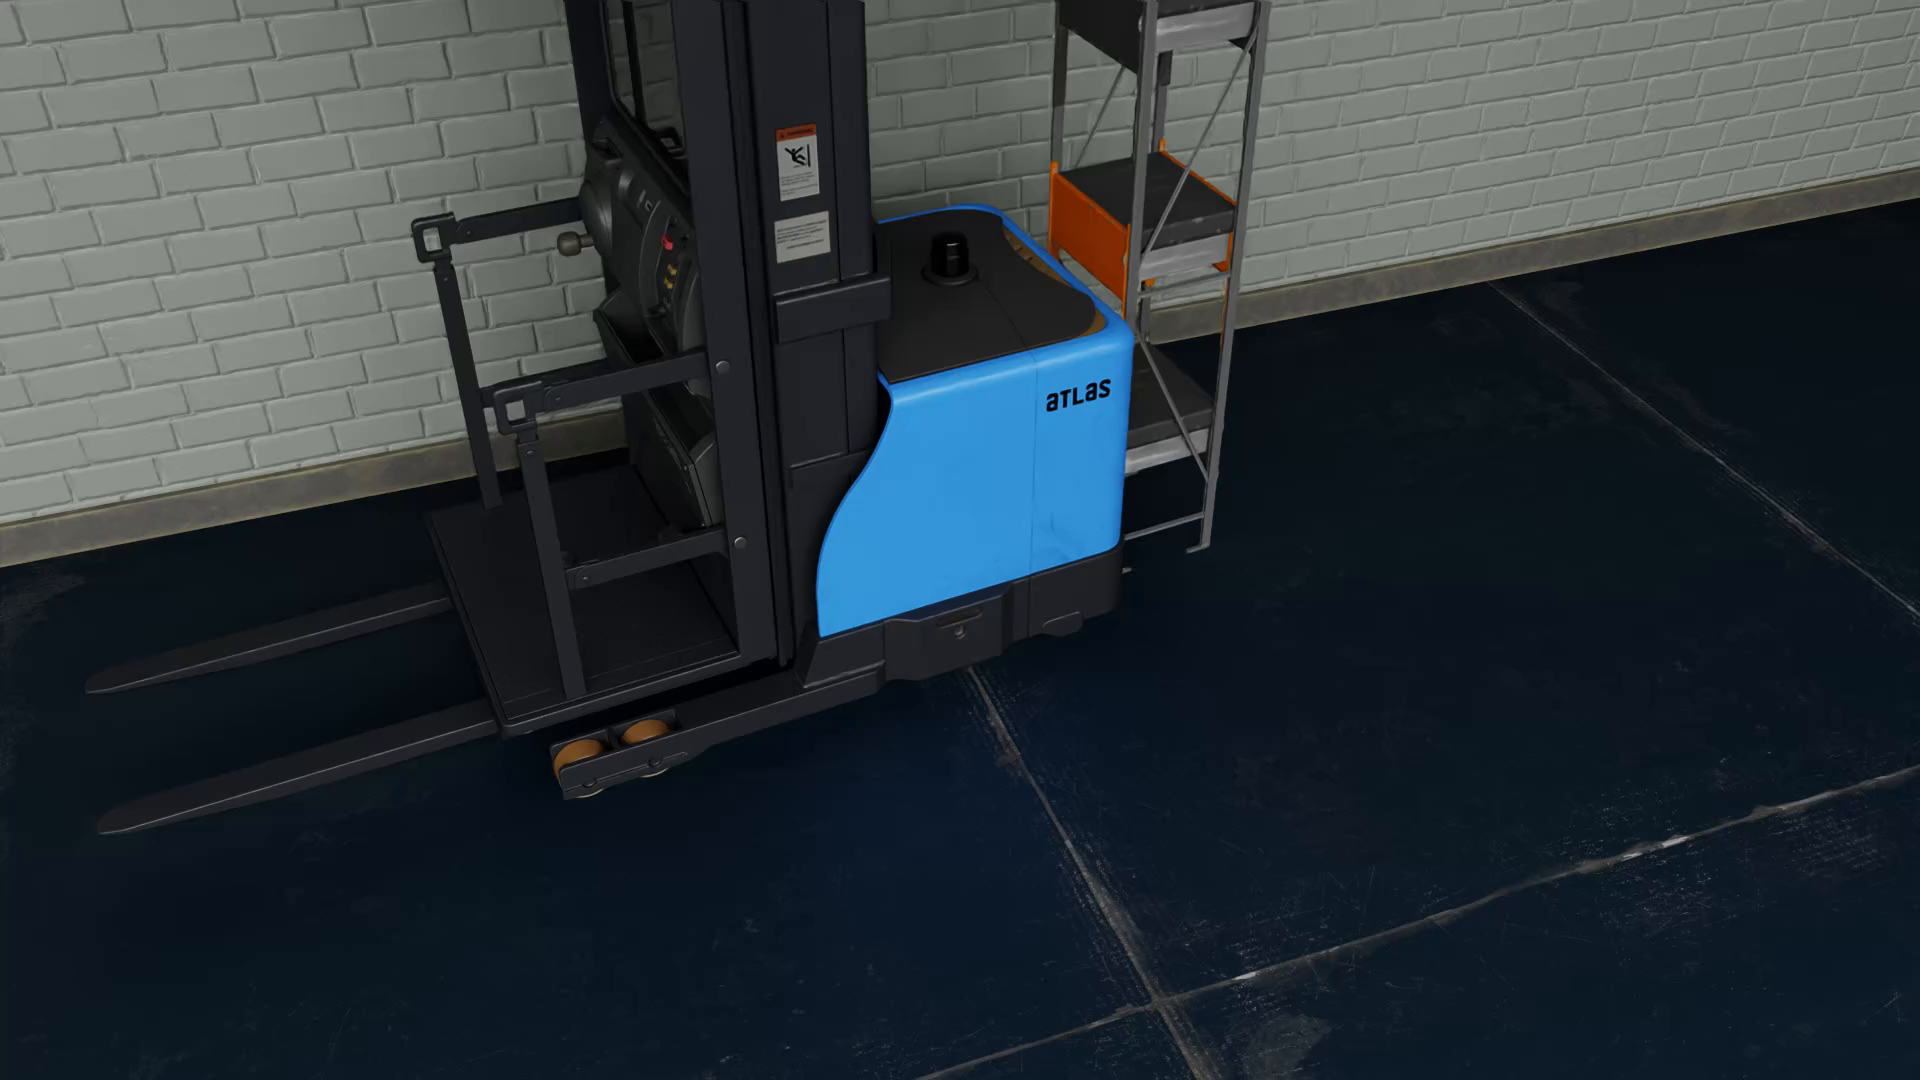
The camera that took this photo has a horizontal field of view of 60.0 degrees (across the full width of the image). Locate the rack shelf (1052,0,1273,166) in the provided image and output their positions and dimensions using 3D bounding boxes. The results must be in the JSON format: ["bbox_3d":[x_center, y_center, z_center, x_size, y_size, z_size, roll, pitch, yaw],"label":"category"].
[{"bbox_3d":[0.569,-1.447,4.785,0.431,0.518,0.480,-16,40,-20],"label":"rack shelf"}]

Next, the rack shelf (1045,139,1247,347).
[{"bbox_3d":[0.569,-0.888,5.207,0.431,0.518,0.480,-16,40,-20],"label":"rack shelf"}]

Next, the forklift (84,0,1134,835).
[{"bbox_3d":[-1.037,-0.796,4.371,3.031,2.935,1.130,-16,40,-20],"label":"forklift"}]

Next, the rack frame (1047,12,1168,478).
[{"bbox_3d":[0.464,-1.031,5.374,0.400,2.100,0.015,-16,40,-20],"label":"rack frame"}]

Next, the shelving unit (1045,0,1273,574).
[{"bbox_3d":[0.569,-0.899,5.198,0.431,2.100,0.503,-16,40,-20],"label":"shelving unit"}]

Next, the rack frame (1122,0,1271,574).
[{"bbox_3d":[0.675,-0.767,5.023,0.400,2.100,0.015,-16,40,-20],"label":"rack frame"}]

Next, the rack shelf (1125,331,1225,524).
[{"bbox_3d":[0.569,-0.329,5.628,0.431,0.518,0.480,-16,40,-20],"label":"rack shelf"}]
